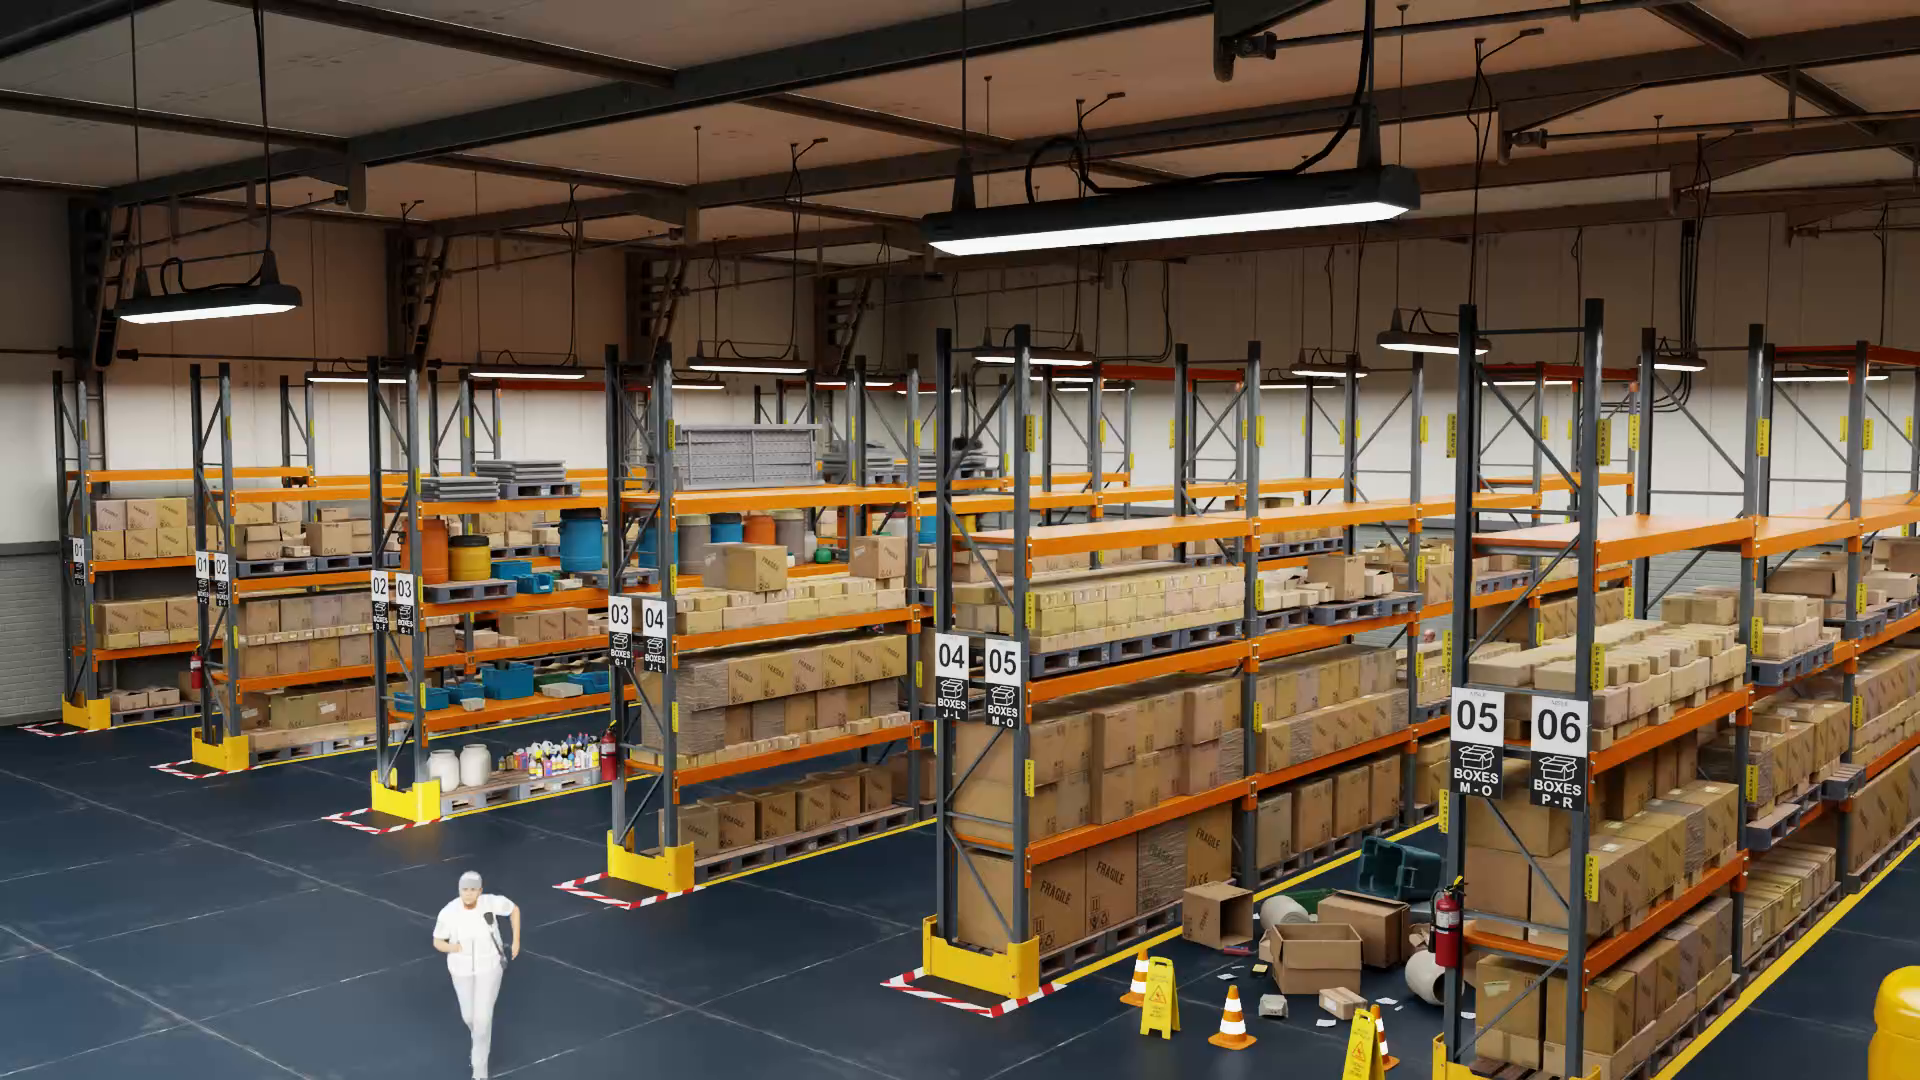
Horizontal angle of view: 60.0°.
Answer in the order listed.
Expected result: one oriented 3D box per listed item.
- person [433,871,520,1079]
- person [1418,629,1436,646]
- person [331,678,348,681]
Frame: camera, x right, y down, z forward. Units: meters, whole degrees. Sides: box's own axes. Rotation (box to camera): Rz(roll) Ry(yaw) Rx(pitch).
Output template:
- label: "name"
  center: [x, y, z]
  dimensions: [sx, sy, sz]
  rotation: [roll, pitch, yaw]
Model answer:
- label: "person"
  center: [-3.794, 3.403, 13.072]
  dimensions: [0.627, 1.696, 0.821]
  rotation: [-1, 4, -7]
- label: "person"
  center: [7.559, 2.310, 26.799]
  dimensions: [1.046, 1.768, 0.710]
  rotation: [-4, 6, -44]
- label: "person"
  center: [-10.504, 2.274, 28.342]
  dimensions: [0.710, 1.737, 0.654]
  rotation: [2, 5, 24]
